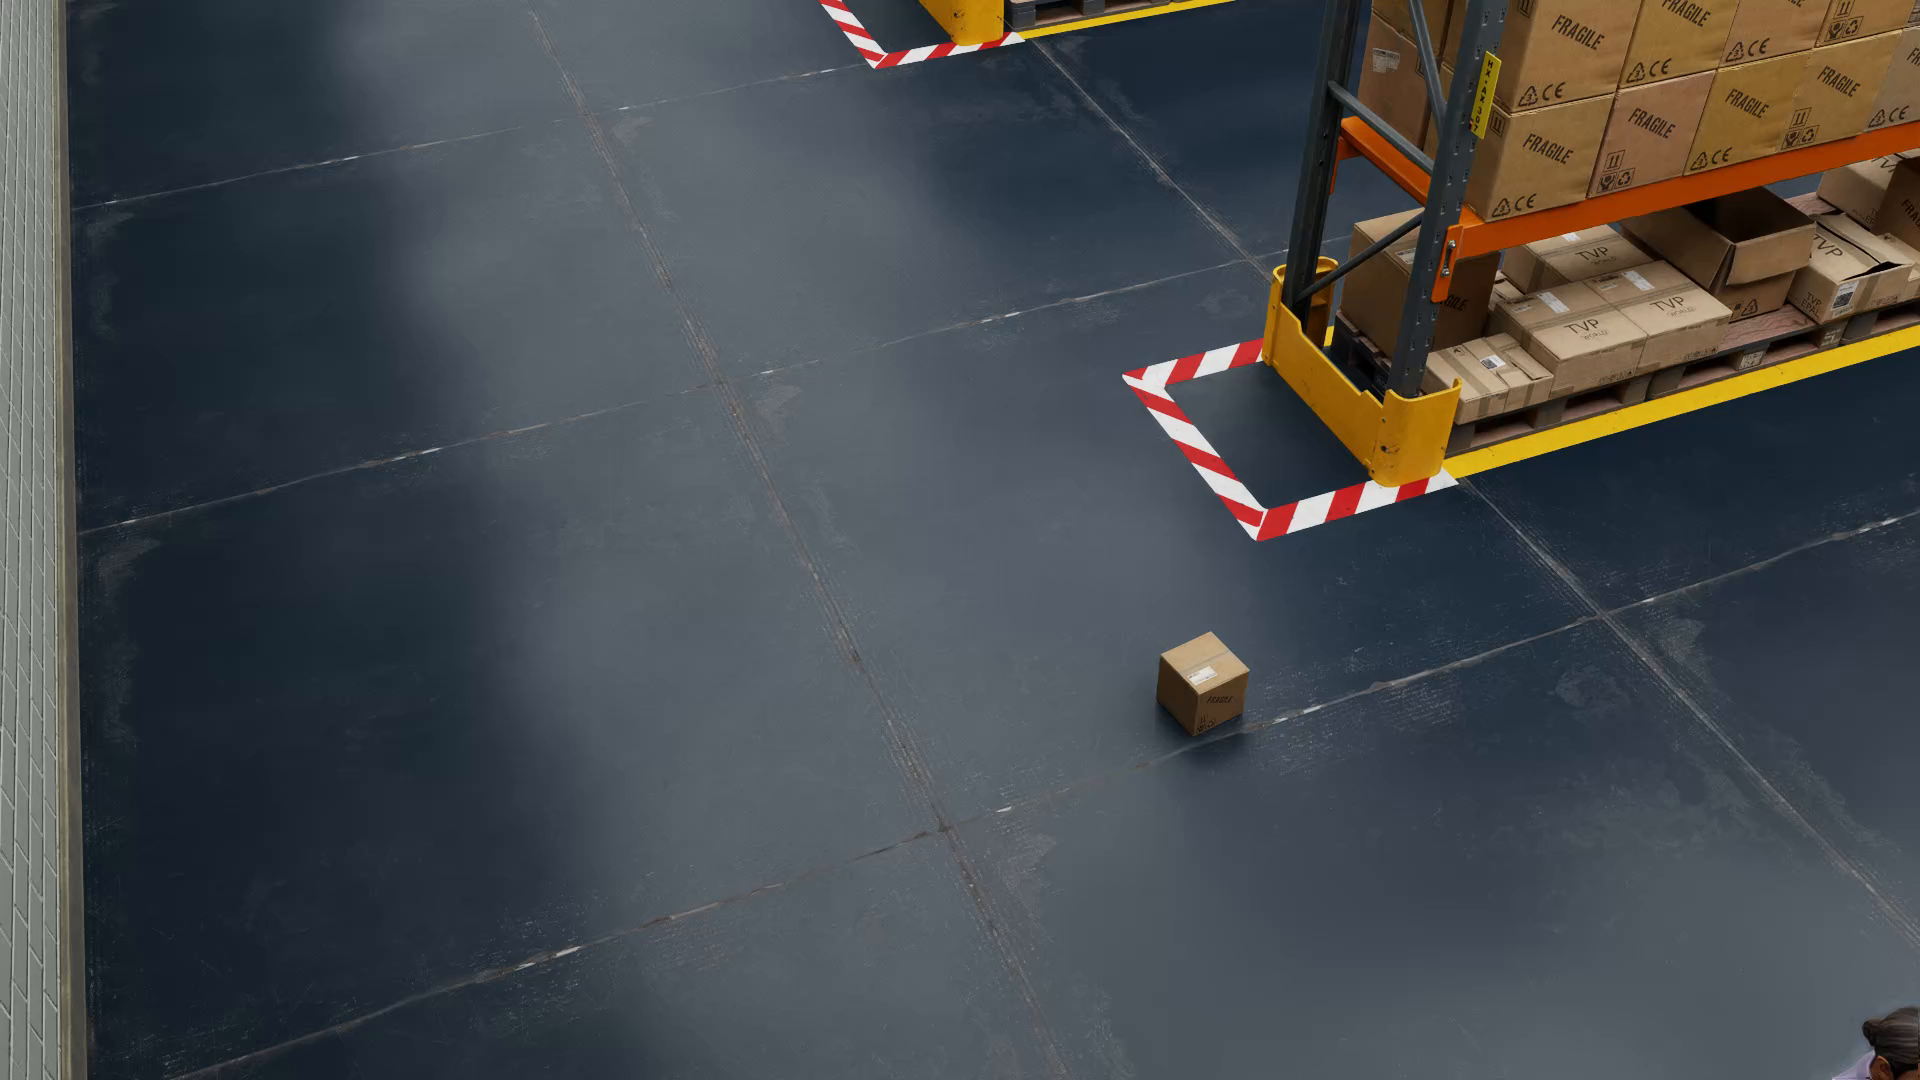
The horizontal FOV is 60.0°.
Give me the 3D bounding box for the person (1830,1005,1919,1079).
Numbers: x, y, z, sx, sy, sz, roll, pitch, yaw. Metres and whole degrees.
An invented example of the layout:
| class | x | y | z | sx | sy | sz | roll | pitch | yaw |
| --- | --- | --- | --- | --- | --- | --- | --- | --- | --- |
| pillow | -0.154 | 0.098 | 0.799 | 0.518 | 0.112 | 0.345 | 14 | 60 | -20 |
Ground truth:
| class | x | y | z | sx | sy | sz | roll | pitch | yaw |
| --- | --- | --- | --- | --- | --- | --- | --- | --- | --- |
| person | 2.179 | 1.732 | 4.229 | 0.475 | 1.635 | 0.458 | -22 | 46 | -23 |
